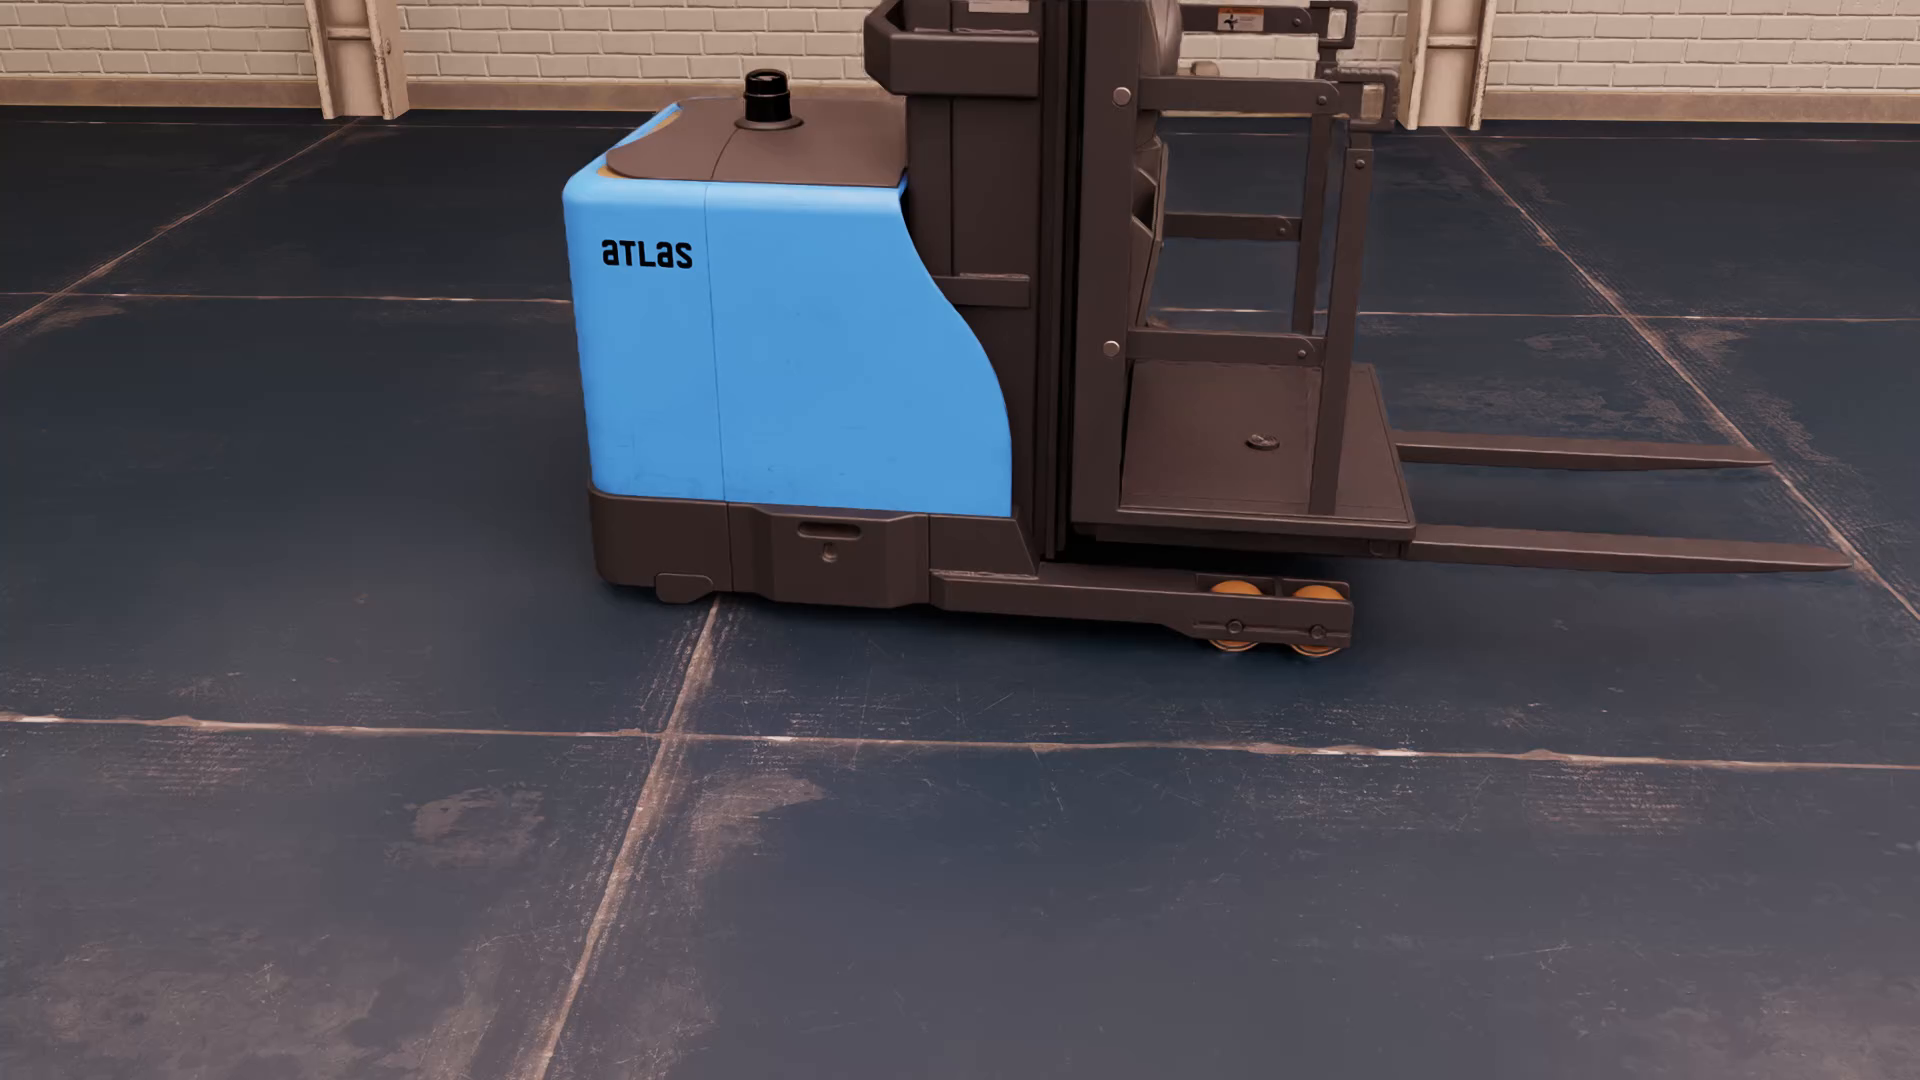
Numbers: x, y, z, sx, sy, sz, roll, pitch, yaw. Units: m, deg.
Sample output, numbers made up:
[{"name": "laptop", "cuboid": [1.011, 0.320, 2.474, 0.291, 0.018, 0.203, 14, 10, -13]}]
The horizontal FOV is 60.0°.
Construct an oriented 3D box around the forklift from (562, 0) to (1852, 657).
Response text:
[{"name": "forklift", "cuboid": [0.634, -1.287, 3.817, 3.031, 2.935, 1.130, 3, 26, 7]}]
